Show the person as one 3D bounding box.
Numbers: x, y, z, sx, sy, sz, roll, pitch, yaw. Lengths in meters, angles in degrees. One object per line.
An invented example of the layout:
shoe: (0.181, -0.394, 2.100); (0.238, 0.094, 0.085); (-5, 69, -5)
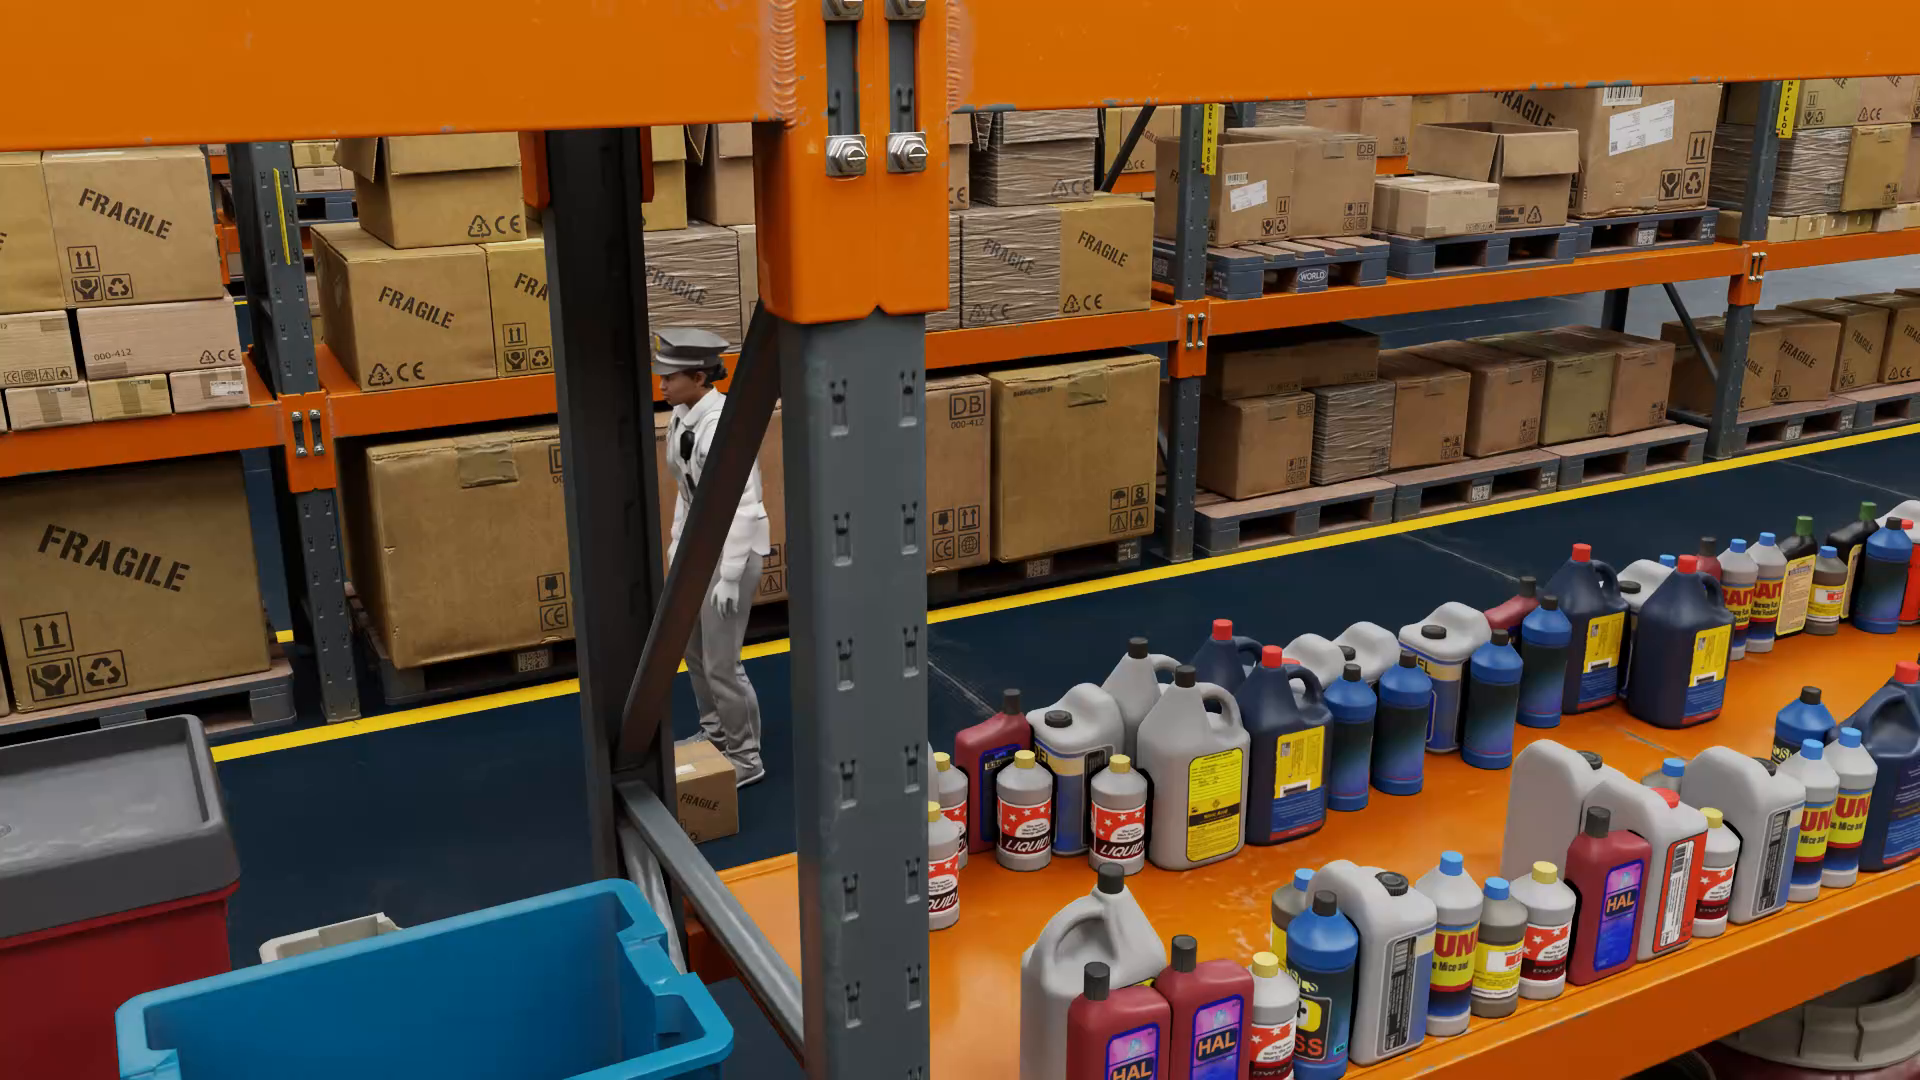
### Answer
person: (-0.868, 0.073, 5.835); (0.374, 1.664, 0.541); (-10, 21, -27)
